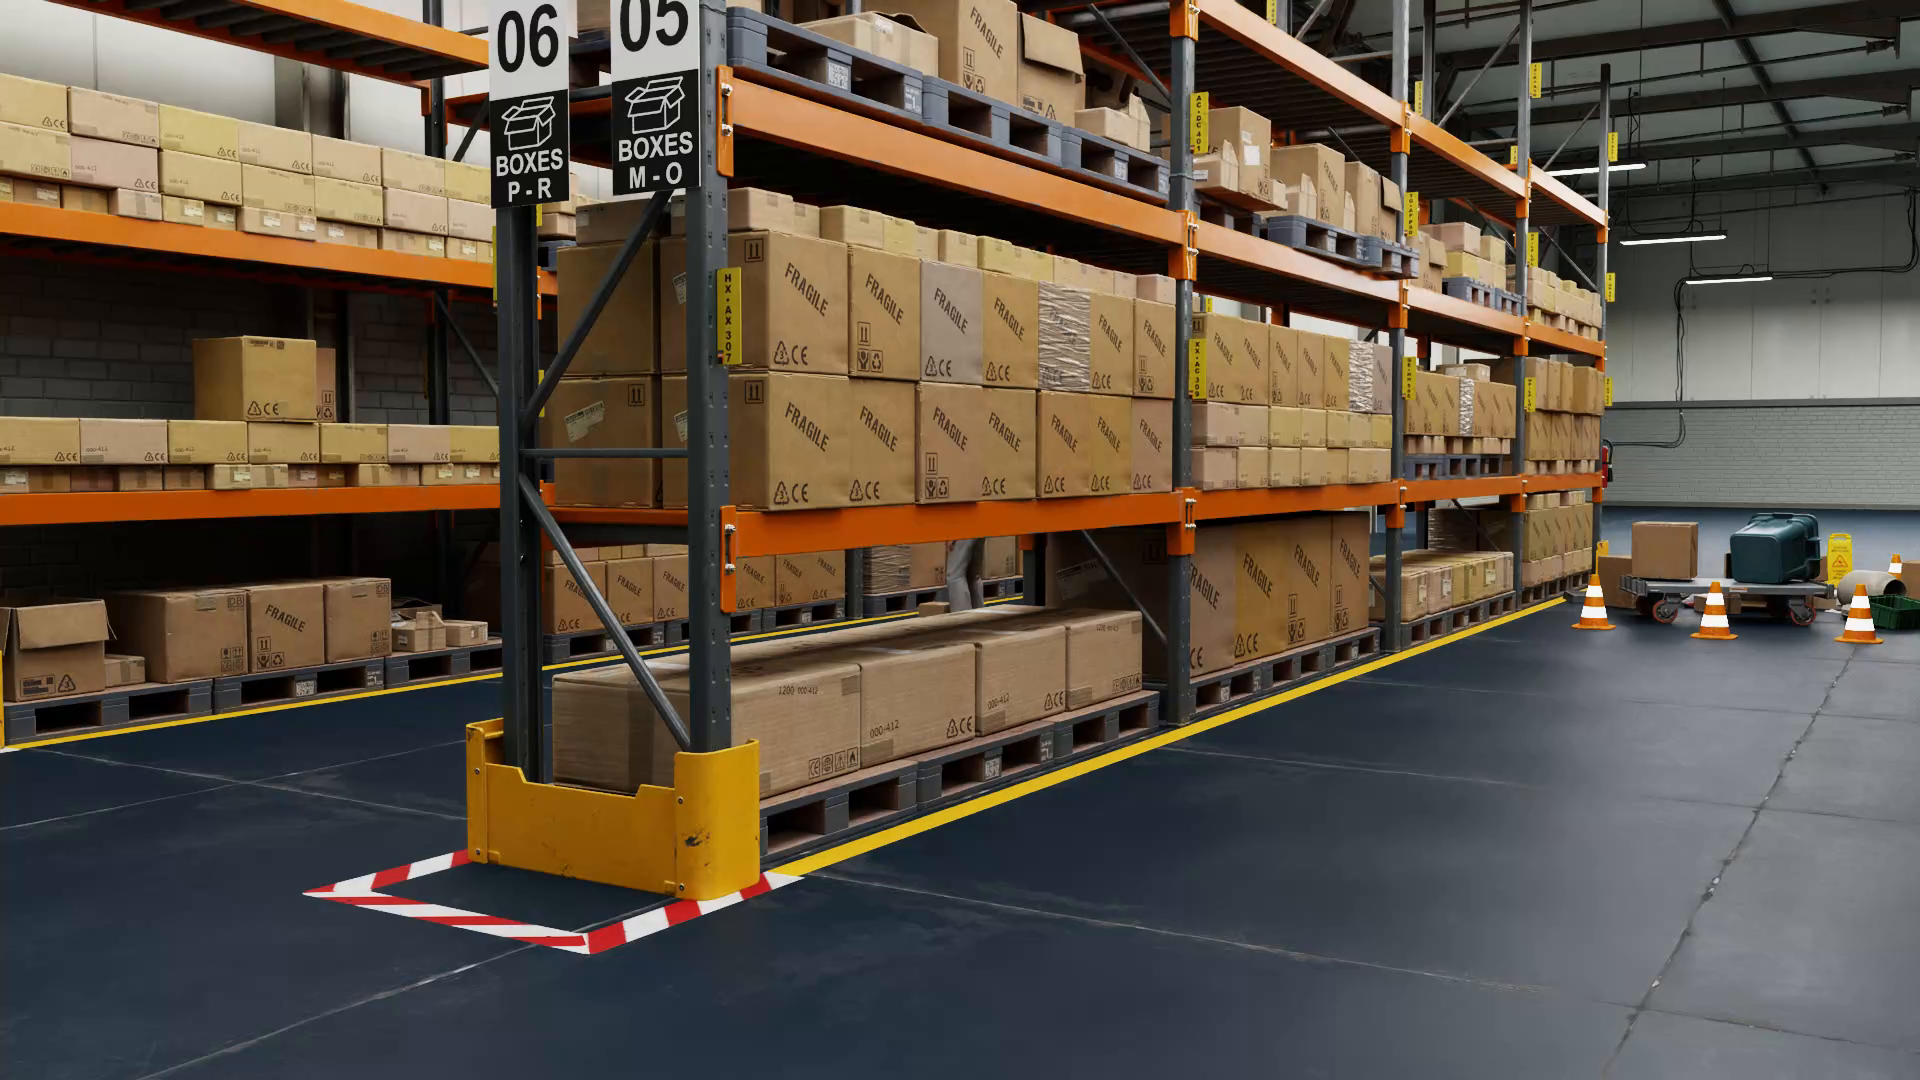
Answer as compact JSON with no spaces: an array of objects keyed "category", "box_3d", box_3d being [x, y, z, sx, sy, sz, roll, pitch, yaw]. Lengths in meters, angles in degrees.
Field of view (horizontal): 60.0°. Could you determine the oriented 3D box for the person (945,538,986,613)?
[{"category":"person","box_3d":[0.039,-0.042,13.916,0.362,1.671,0.506,2,3,28]}]
